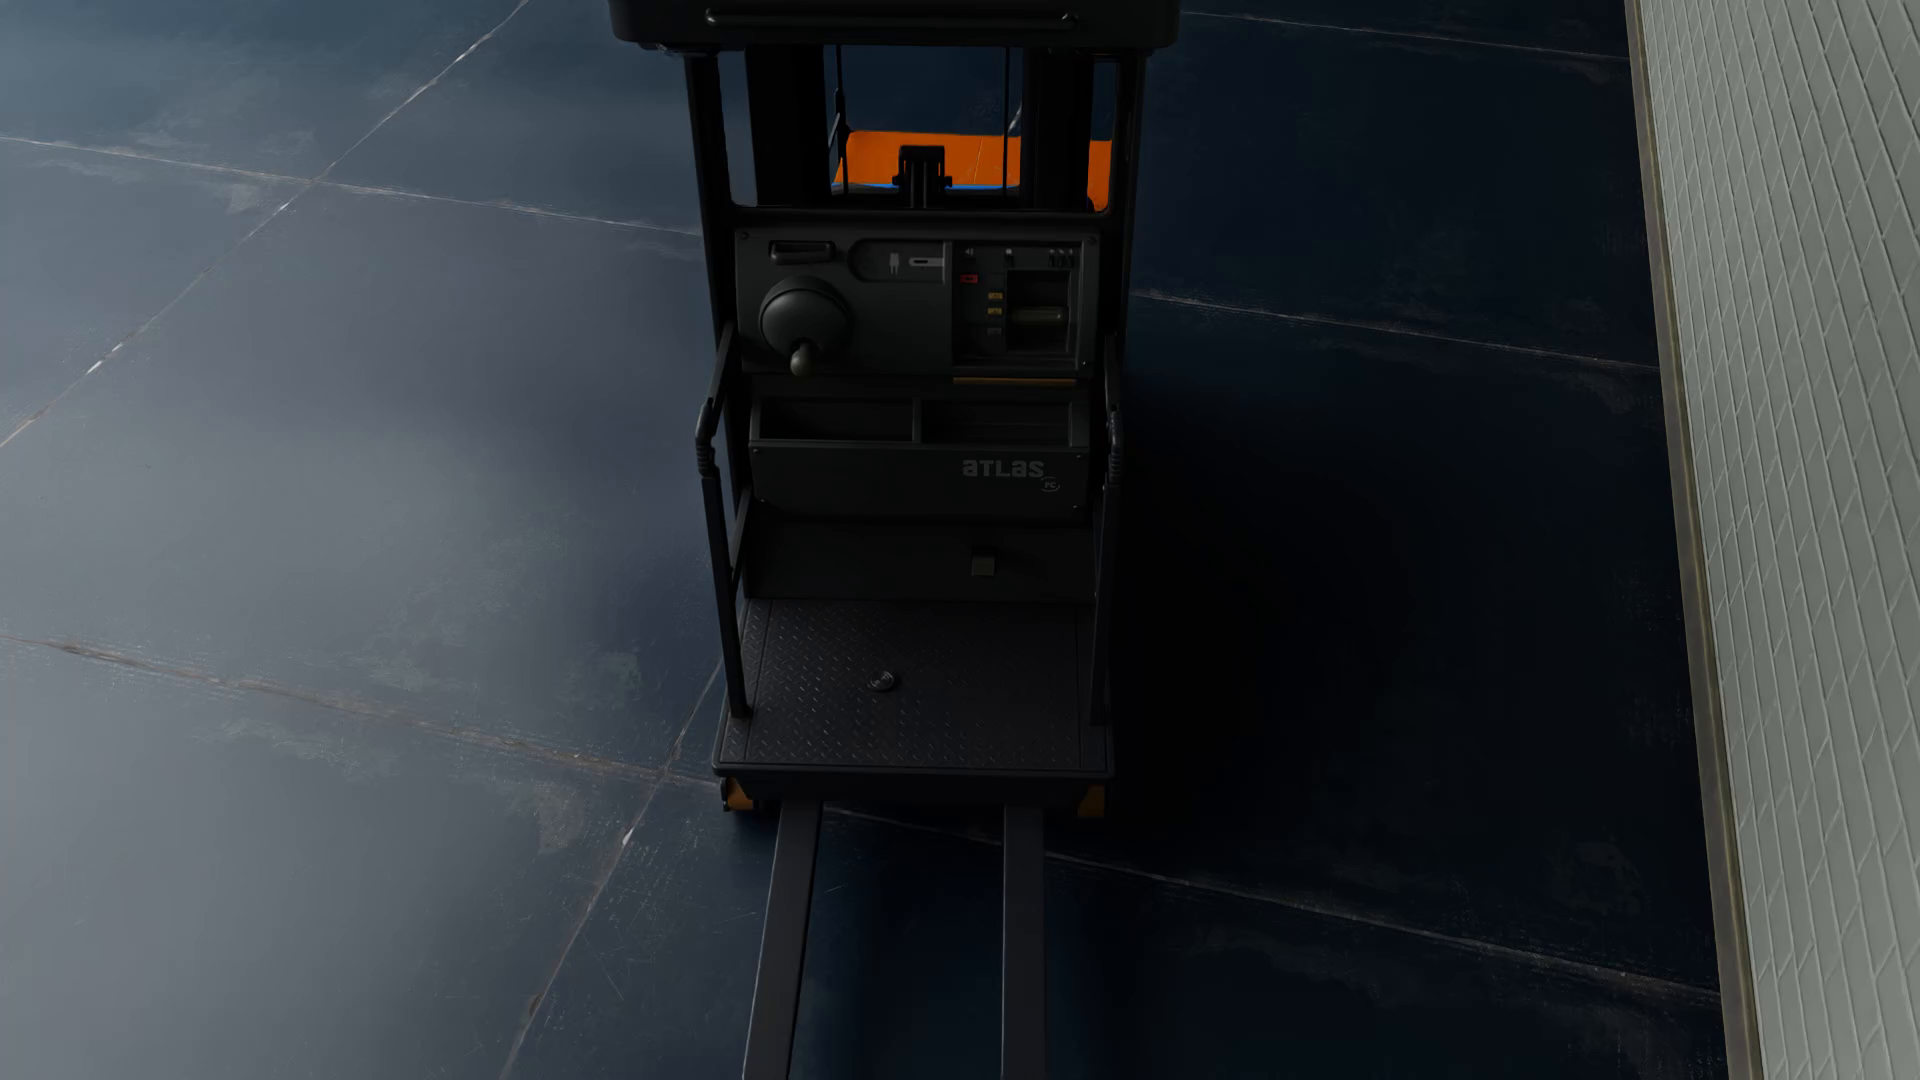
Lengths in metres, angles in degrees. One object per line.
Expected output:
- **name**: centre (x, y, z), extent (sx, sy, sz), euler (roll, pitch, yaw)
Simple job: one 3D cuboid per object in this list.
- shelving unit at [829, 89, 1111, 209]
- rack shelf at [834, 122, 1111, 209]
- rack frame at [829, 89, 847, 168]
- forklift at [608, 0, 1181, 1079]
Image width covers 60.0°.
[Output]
- **shelving unit**: centre (0.058, -0.981, 6.043), extent (1.048, 1.125, 0.538), euler (4, 40, 4)
- **rack shelf**: centre (0.058, -1.205, 5.855), extent (1.000, 0.278, 0.538), euler (4, 40, 4)
- **rack frame**: centre (-0.448, -1.012, 6.081), extent (0.032, 1.125, 0.500), euler (4, 40, 4)
- **forklift**: centre (-0.114, -0.532, 4.104), extent (1.130, 2.935, 3.031), euler (1, 40, 1)
